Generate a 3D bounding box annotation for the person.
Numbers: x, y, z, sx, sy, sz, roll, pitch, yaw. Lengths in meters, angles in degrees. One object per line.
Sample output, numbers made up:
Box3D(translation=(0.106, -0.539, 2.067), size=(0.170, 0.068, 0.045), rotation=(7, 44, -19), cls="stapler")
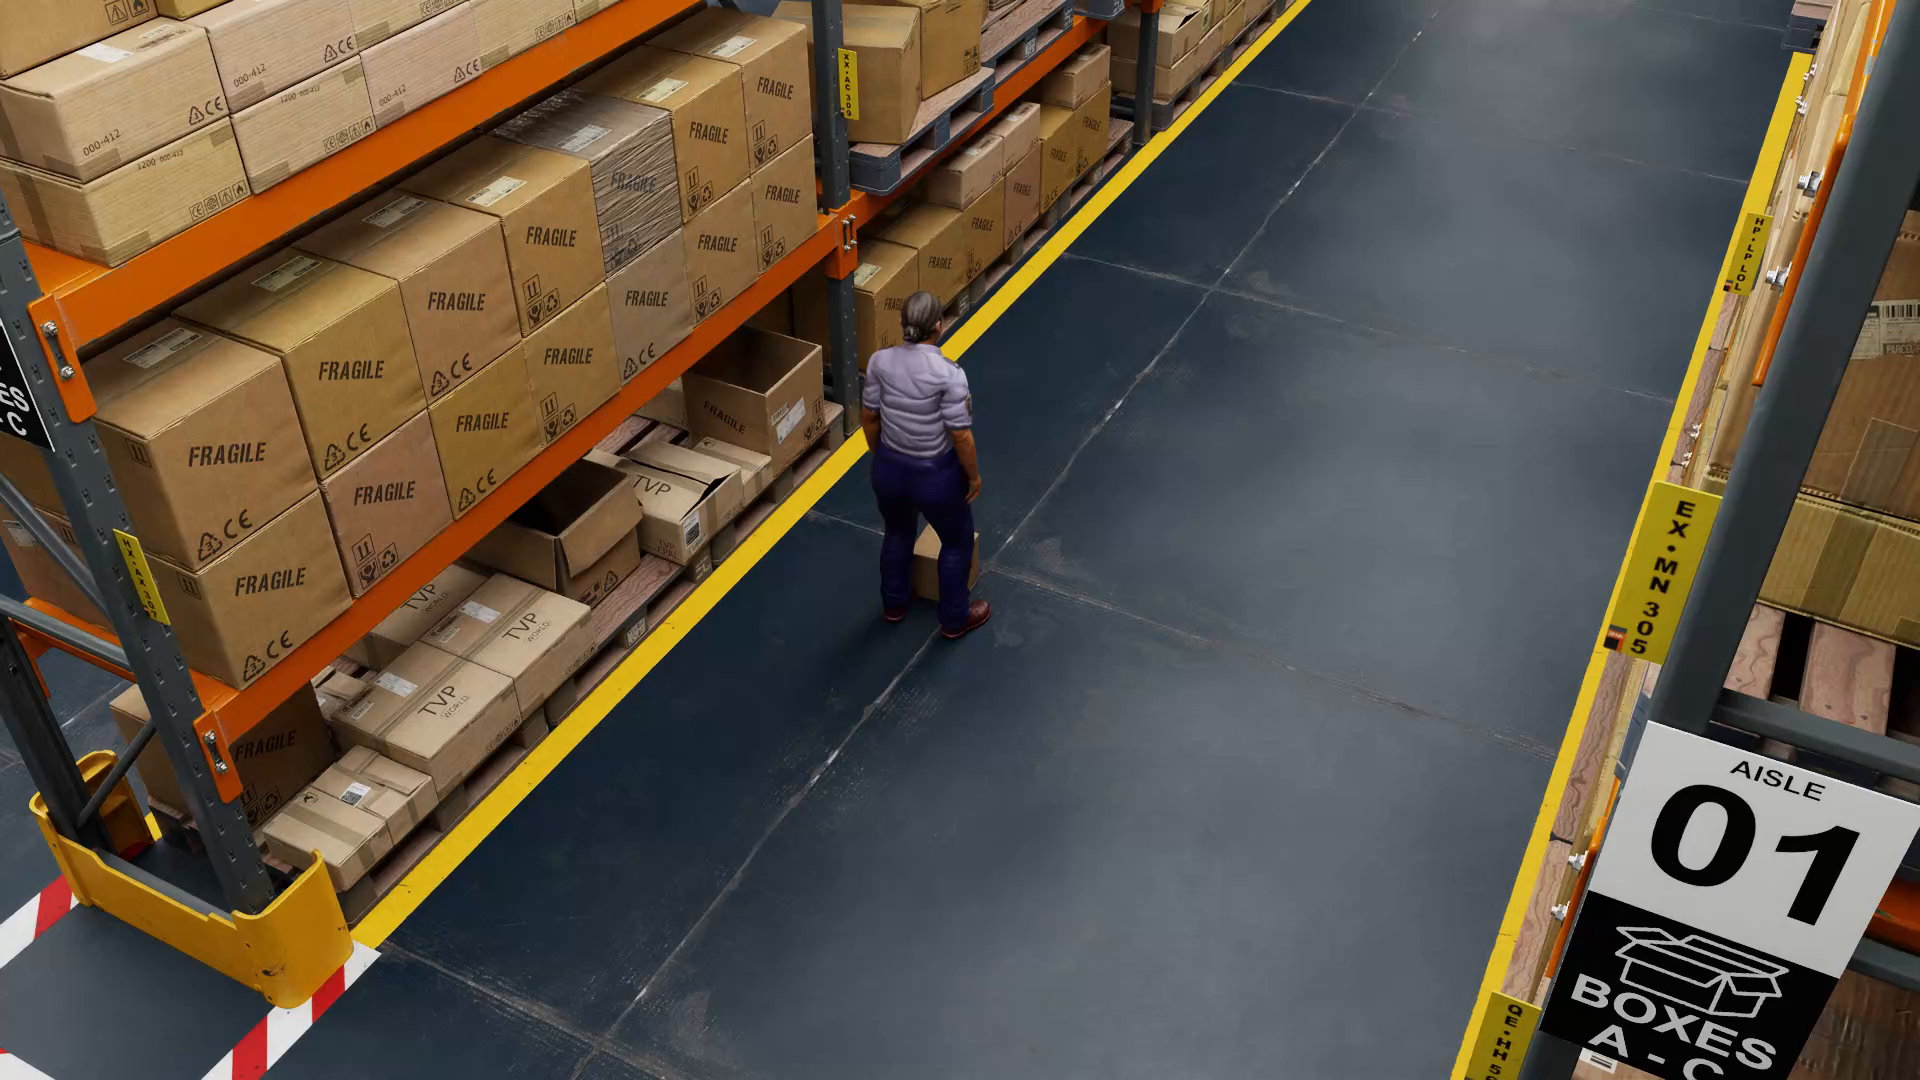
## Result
Box3D(translation=(-0.157, -0.296, 7.131), size=(0.542, 1.651, 0.369), rotation=(16, 41, 19), cls="person")
